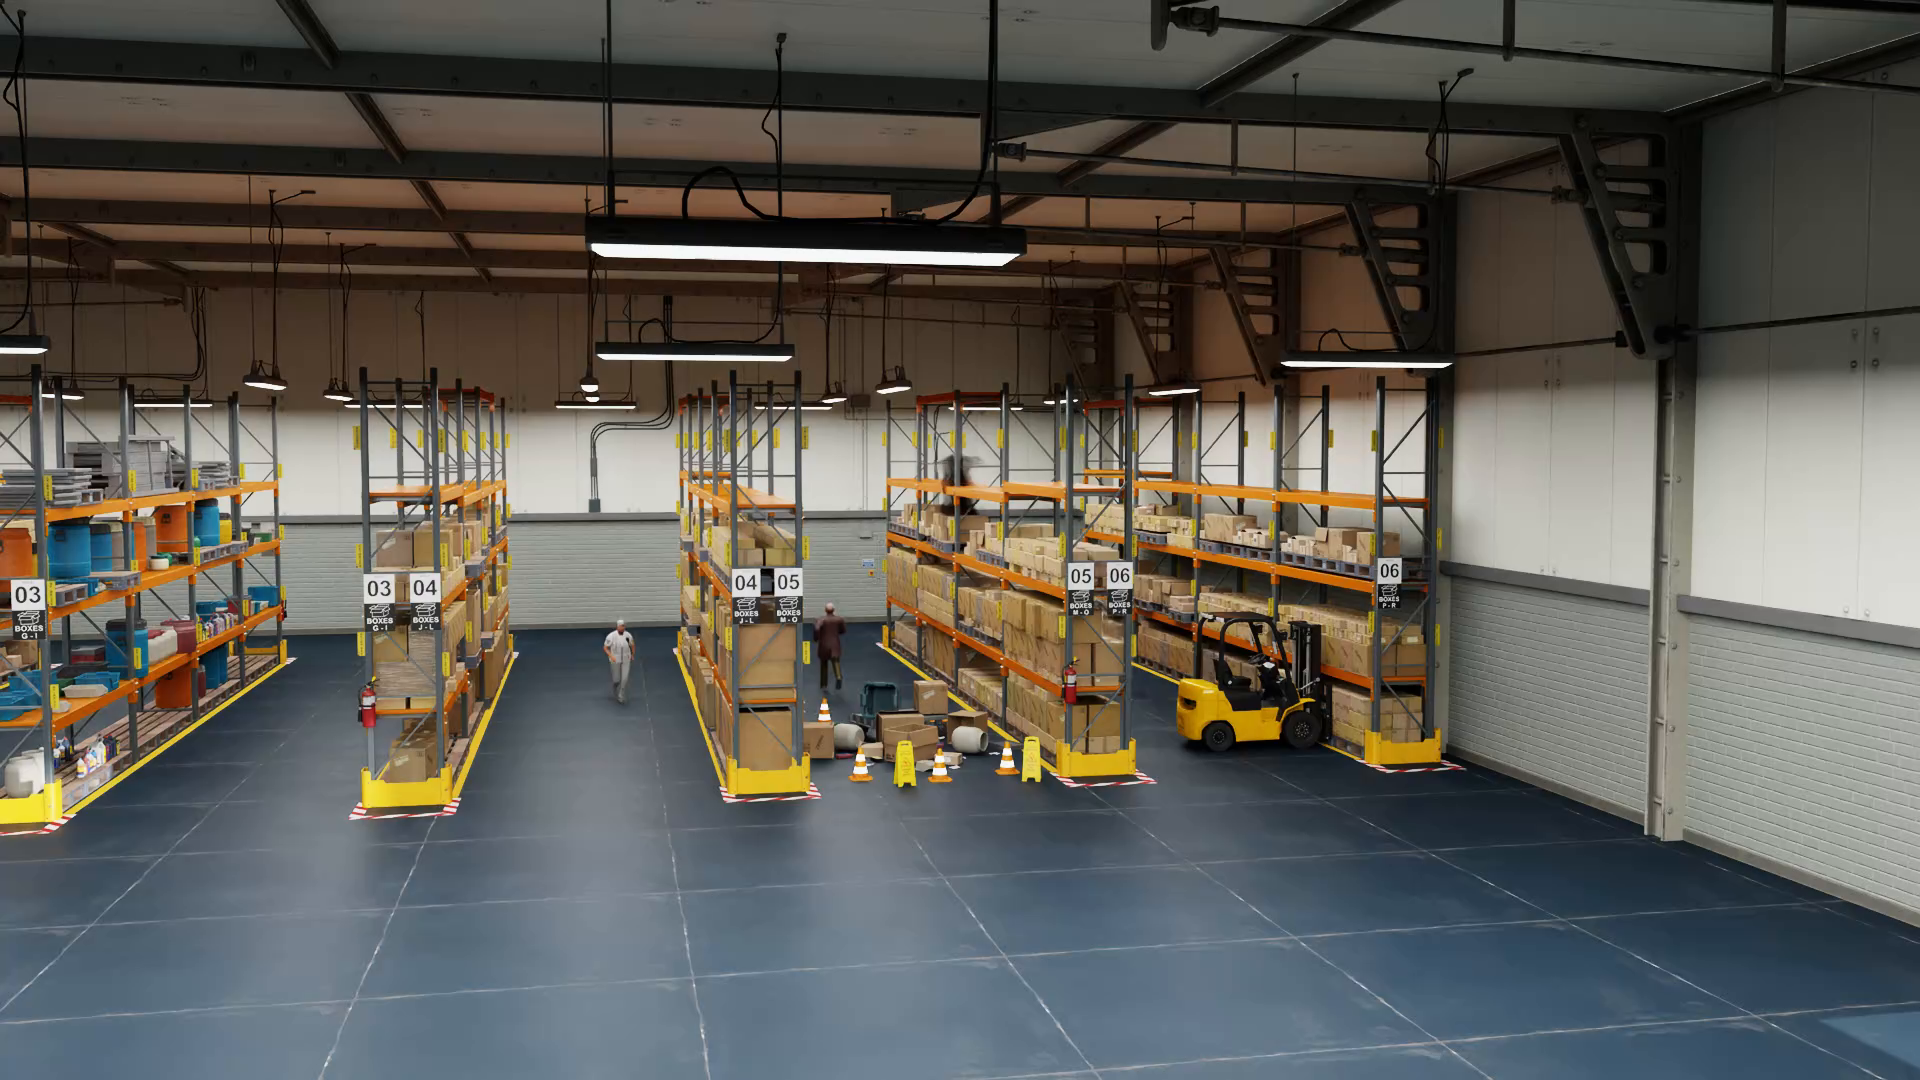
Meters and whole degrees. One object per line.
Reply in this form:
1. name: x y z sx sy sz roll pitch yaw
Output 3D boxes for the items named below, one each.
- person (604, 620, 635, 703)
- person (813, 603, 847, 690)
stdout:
1. person: -6.532 2.314 31.919 0.607 1.600 0.621 -1 4 -20
2. person: -2.601 2.121 33.135 0.717 1.750 1.063 -1 4 -18
